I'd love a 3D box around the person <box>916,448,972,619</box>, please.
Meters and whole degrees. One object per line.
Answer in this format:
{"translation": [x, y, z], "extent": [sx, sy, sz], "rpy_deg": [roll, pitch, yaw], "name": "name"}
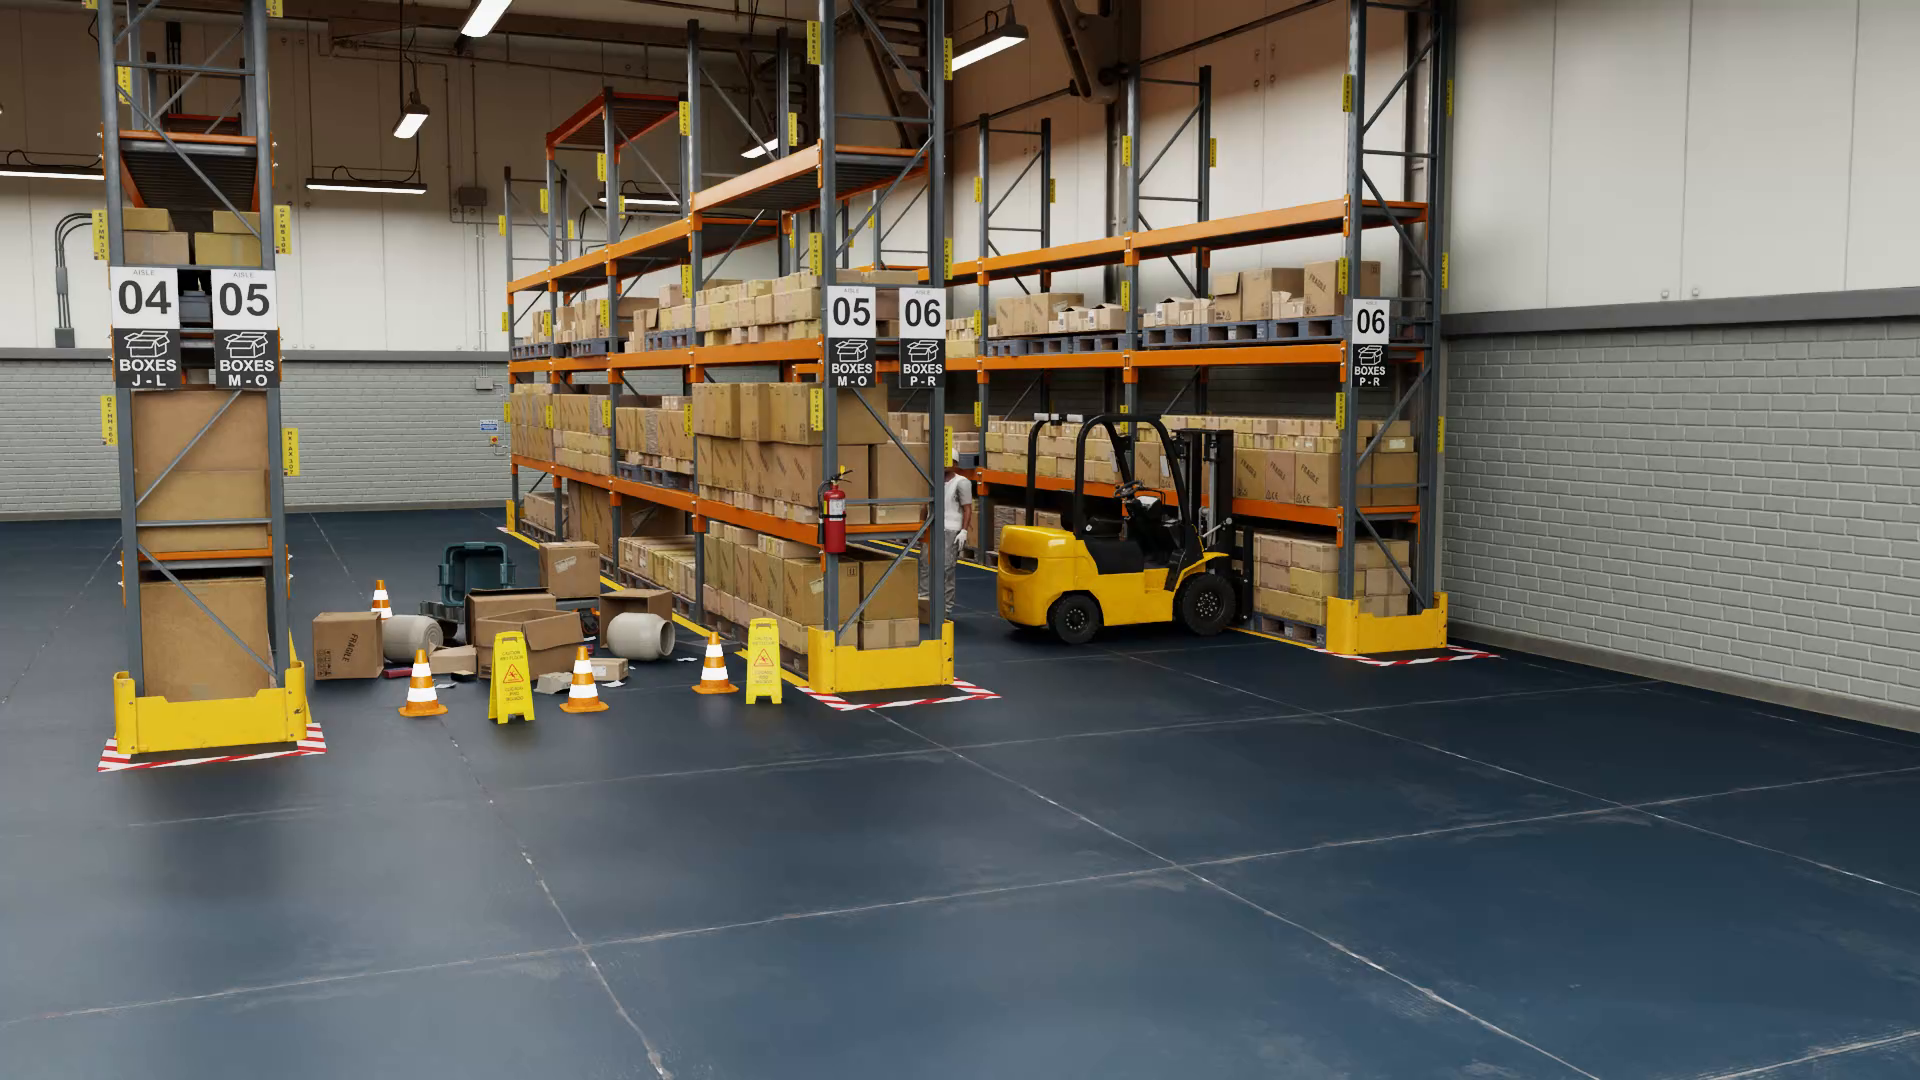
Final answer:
{"translation": [-0.224, -0.066, 17.205], "extent": [0.656, 1.786, 0.574], "rpy_deg": [4, 7, 37], "name": "person"}
